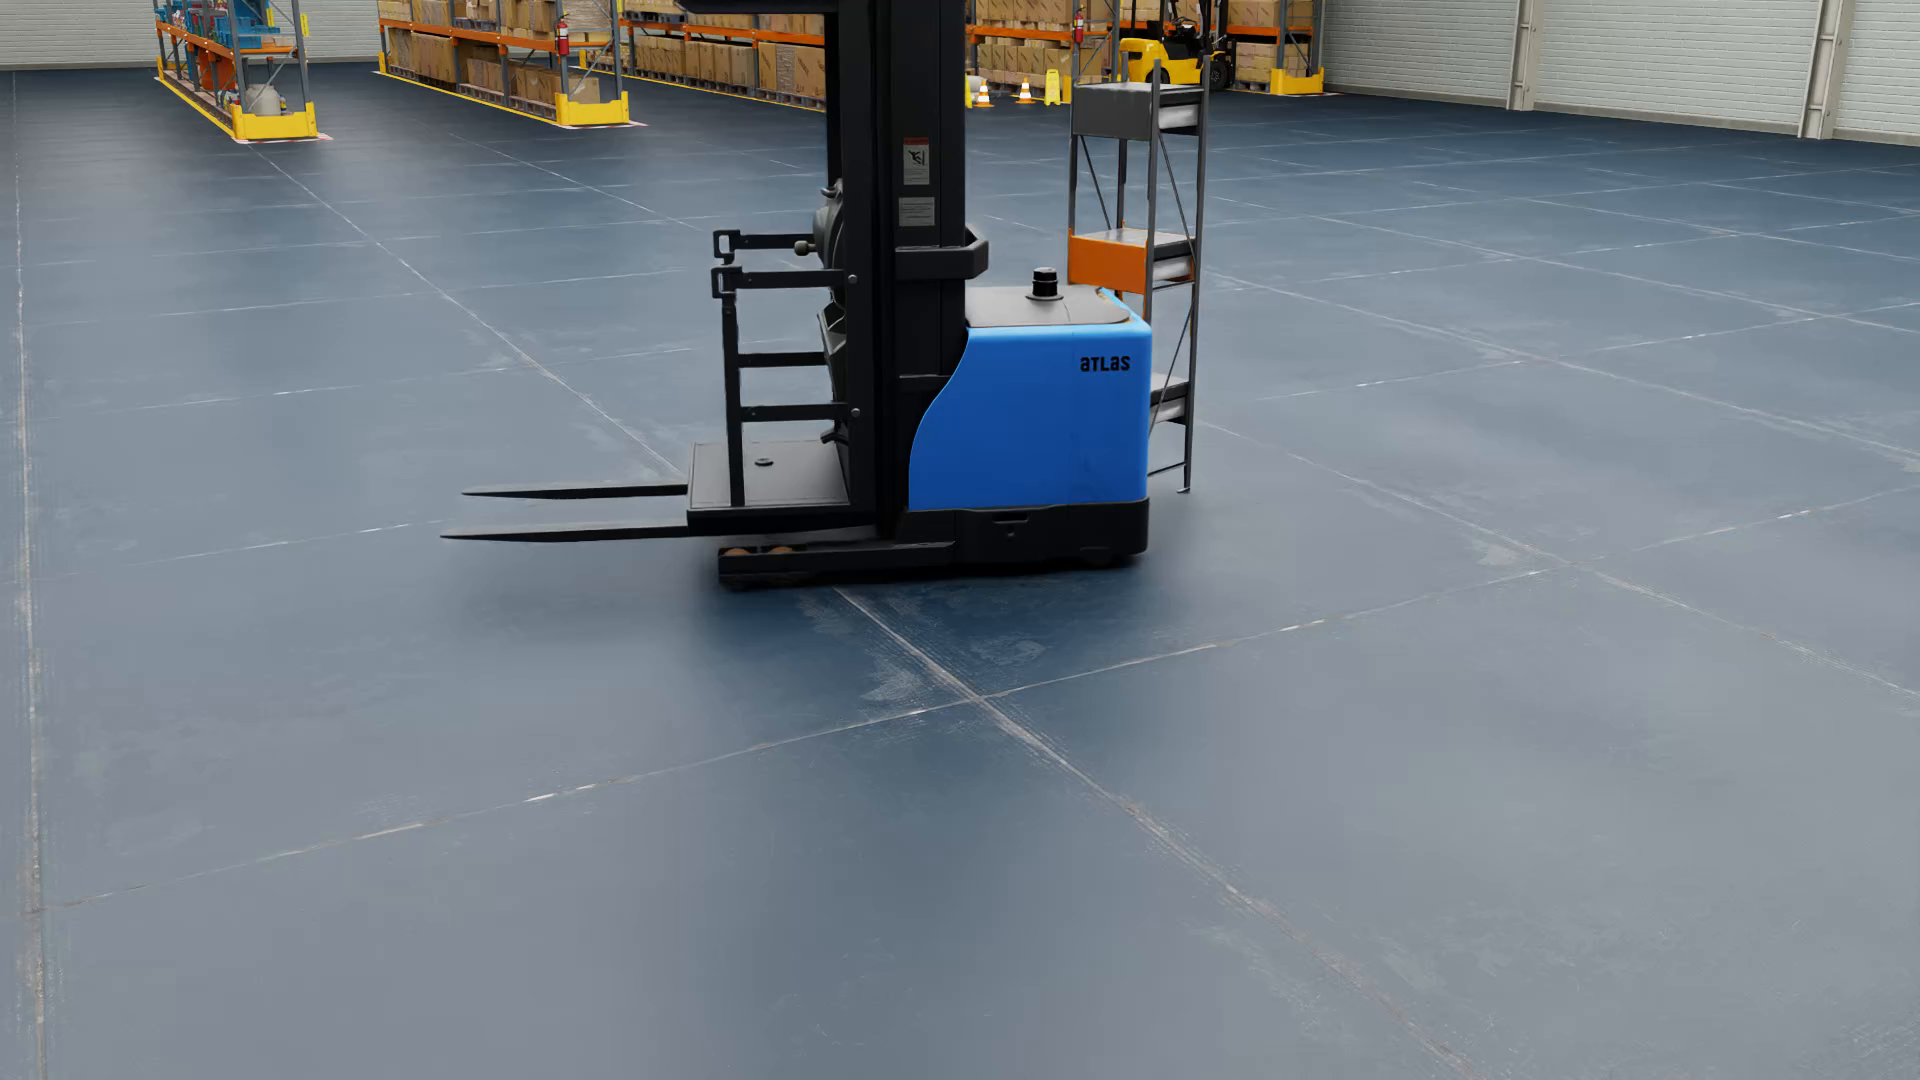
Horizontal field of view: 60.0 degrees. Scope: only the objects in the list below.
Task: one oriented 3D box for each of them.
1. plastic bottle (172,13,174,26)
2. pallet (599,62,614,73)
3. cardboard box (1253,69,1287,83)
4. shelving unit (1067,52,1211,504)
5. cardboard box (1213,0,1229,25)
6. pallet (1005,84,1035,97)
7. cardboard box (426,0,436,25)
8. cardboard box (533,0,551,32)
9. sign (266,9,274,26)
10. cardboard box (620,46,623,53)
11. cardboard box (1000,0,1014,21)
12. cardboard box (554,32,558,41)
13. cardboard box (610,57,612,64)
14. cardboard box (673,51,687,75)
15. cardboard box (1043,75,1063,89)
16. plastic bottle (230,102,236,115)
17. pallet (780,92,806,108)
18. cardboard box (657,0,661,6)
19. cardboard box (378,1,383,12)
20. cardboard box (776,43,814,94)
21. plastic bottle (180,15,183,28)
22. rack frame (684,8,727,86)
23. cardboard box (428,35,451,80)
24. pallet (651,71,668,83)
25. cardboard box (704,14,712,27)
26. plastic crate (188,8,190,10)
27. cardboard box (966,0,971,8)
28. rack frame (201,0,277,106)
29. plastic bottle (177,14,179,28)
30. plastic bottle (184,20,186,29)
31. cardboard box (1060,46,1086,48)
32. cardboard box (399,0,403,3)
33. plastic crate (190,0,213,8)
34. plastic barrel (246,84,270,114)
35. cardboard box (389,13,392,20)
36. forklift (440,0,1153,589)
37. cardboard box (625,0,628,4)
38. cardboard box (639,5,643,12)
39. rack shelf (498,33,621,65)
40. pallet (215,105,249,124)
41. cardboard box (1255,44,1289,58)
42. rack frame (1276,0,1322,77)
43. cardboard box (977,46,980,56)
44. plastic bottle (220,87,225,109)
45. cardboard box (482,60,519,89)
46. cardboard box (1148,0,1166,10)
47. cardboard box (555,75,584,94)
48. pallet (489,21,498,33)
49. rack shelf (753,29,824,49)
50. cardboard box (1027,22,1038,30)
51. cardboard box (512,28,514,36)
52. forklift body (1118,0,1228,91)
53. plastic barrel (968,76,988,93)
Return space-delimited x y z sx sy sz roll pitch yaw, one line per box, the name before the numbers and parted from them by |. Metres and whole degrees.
plastic bottle | -16.378 -10.847 34.647 0.061 0.283 0.133 -10 21 -27
pallet | -8.338 -11.800 41.504 1.003 0.211 1.213 -10 21 -27
cardboard box | 6.468 -9.686 34.673 0.500 0.250 0.500 -10 21 -26
shelving unit | 0.838 -1.257 8.056 0.503 2.100 0.431 18 26 42
cardboard box | 5.774 -11.289 35.595 0.500 0.500 0.500 -10 21 -26
pallet | 1.636 -9.223 34.036 1.003 0.211 1.213 -10 21 -27
cardboard box | -11.092 -11.282 35.574 0.500 0.500 0.500 -10 21 -26
cardboard box | -6.699 -8.871 28.132 0.875 0.500 0.500 -10 21 -27
sign | -11.888 -8.990 28.661 0.100 0.325 0.005 -10 21 -27
cardboard box | -8.083 -11.911 40.367 0.380 0.149 0.250 -10 22 -27
cardboard box | 1.152 -10.811 33.754 0.500 0.500 0.500 -10 21 -27
cardboard box | -6.554 -8.399 27.758 0.380 0.149 0.250 -10 21 -27
cardboard box | -8.447 -11.873 41.168 0.380 0.149 0.250 -10 21 -26
cardboard box | -6.047 -10.597 36.932 0.500 0.500 0.500 -10 21 -27
cardboard box | 1.970 -9.027 32.765 0.500 0.250 0.500 -10 21 -27
plastic bottle | -11.736 -6.973 26.857 0.097 0.201 0.097 0 19 0
pallet | -2.730 -8.384 31.605 1.003 0.211 1.213 -10 21 -27
cardboard box | -6.514 -11.947 36.940 0.380 0.149 0.250 -10 21 -27
cardboard box | -13.726 -12.879 40.131 0.500 0.250 0.500 -11 22 -28
cardboard box | -2.937 -9.028 31.810 0.875 0.875 0.875 -10 21 -26
plastic bottle | -15.387 -10.248 32.911 0.061 0.283 0.133 -10 21 -27
rack frame | -5.505 -11.432 36.162 1.000 3.000 0.127 -10 21 -27
cardboard box | -10.644 -10.345 35.626 1.225 0.875 0.875 -10 21 -26
pallet | -6.450 -10.688 38.282 1.003 0.211 1.213 -10 21 -27
cardboard box | -5.046 -11.018 34.810 0.500 0.500 0.500 -10 21 -27
plastic crate | -16.739 -11.513 36.487 0.437 0.282 0.530 -10 21 -27
cardboard box | 0.282 -11.563 35.289 0.500 0.500 0.500 -10 22 -28
rack frame | -12.377 -8.777 28.469 1.000 3.000 0.127 -10 21 -27
plastic bottle | -15.742 -10.491 33.625 0.152 0.276 0.135 -10 21 -27
plastic bottle | -14.954 -9.986 32.153 0.061 0.283 0.133 -10 21 -27
cardboard box | 2.199 -9.615 33.318 0.500 0.500 0.500 -11 22 -29
cardboard box | -12.505 -12.500 37.882 0.500 0.500 0.500 -10 21 -26
plastic crate | -16.379 -11.427 35.959 0.402 0.464 0.583 -10 21 -27
plastic barrel | -11.096 -6.972 26.409 0.421 0.512 0.421 0 19 0
cardboard box | -13.226 -12.349 39.204 0.380 0.149 0.250 -10 22 -27
forklift | -0.731 -1.363 7.089 3.031 2.935 1.130 -2 19 -7
cardboard box | -7.622 -12.616 38.880 0.380 0.149 0.250 -10 21 -26
cardboard box | -7.130 -12.179 38.070 0.380 0.149 0.250 -11 22 -29
rack shelf | -7.069 -8.630 29.146 1.077 0.370 4.000 -10 21 -27
pallet | -12.095 -7.260 28.346 1.003 0.211 1.213 -10 21 -27
cardboard box | 6.476 -10.156 34.504 0.500 0.250 0.500 -9 21 -25
rack frame | 6.969 -10.701 34.044 1.000 3.000 0.127 -10 21 -27
cardboard box | 0.578 -13.269 45.033 0.396 0.266 0.258 -9 21 -25
plastic bottle | -12.359 -7.437 27.971 0.144 0.351 0.185 -9 21 -25
cardboard box | -9.032 -9.211 32.883 0.700 0.500 0.500 -8 21 -22
cardboard box | 4.611 -12.116 37.608 0.500 0.250 0.500 -10 22 -28
cardboard box | -6.715 -7.761 28.713 0.500 0.500 0.500 -4 20 -12
pallet | -8.253 -9.695 31.425 1.003 0.211 1.213 -10 21 -27
rack shelf | -2.656 -9.369 31.288 1.077 0.370 4.000 -10 21 -27
cardboard box | 1.568 -10.243 33.102 0.380 0.149 0.250 -10 22 -27
cardboard box | -7.804 -9.106 29.806 0.380 0.149 0.250 -10 21 -27
forklift body | 4.463 -10.561 34.941 2.313 2.155 1.214 -10 21 -27
plastic barrel | 0.289 -9.072 33.272 0.512 0.421 0.421 4 19 11
